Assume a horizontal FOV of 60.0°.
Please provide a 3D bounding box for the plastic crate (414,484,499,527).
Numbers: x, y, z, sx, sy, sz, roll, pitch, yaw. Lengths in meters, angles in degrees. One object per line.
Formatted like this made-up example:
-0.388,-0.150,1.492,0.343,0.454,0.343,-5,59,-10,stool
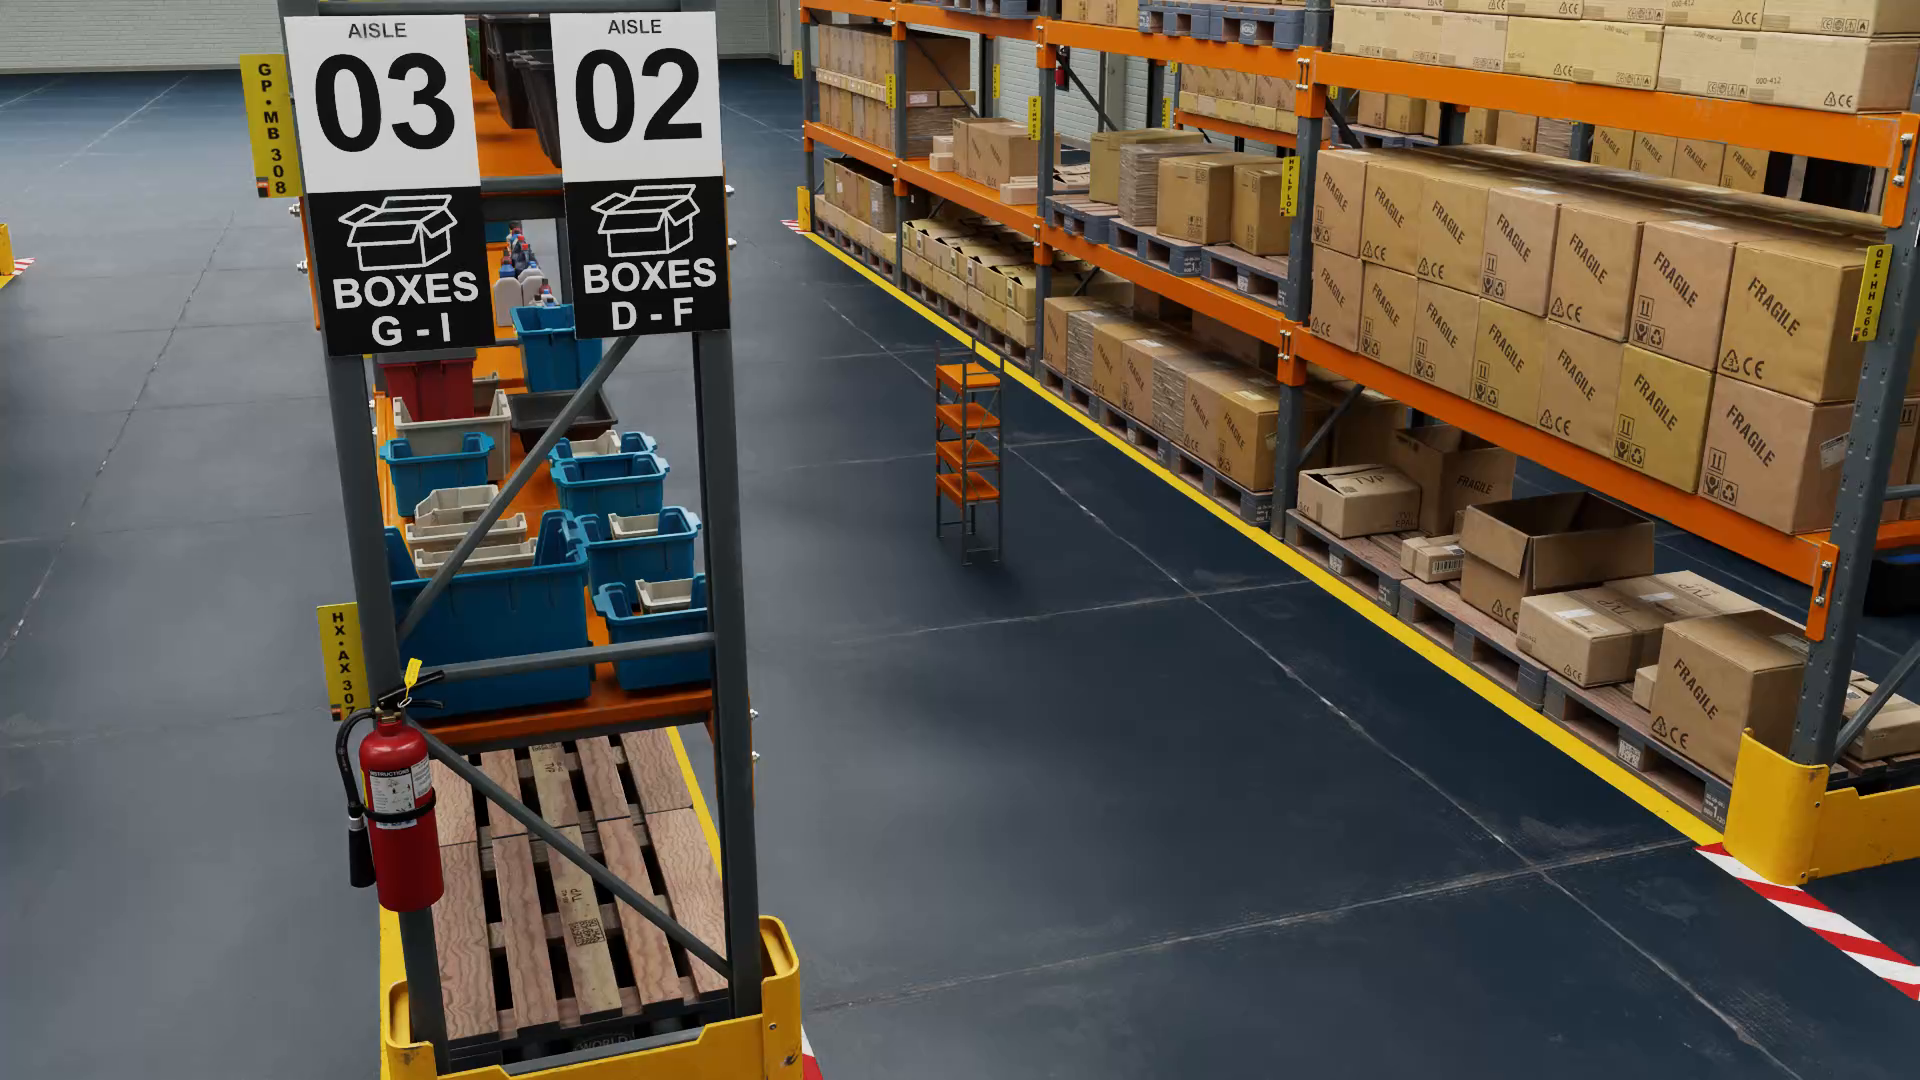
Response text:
-1.817,-0.087,6.024,0.298,0.136,0.250,-6,21,-17,plastic crate

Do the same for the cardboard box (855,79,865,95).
-0.931,-4.952,18.158,0.380,0.149,0.250,-6,21,-15,cardboard box

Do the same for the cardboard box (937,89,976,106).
-0.059,-4.502,16.904,0.380,0.149,0.250,-6,21,-17,cardboard box

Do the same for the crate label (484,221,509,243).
-3.381,-2.330,12.214,0.303,0.233,0.416,-6,21,-17,crate label

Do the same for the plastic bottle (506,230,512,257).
-3.053,-2.017,11.388,0.097,0.201,0.097,0,20,0,plastic bottle

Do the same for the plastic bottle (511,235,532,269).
-2.703,-1.704,10.295,0.144,0.351,0.185,-6,21,-17,plastic bottle

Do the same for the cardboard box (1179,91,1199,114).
3.138,-5.602,21.268,0.500,0.250,0.500,-7,21,-19,cardboard box

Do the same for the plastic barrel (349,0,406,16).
-2.827,-2.919,8.270,0.600,0.588,0.600,0,20,0,plastic barrel

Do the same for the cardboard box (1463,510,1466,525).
3.040,-0.023,8.871,0.500,0.311,0.500,-6,21,-17,cardboard box

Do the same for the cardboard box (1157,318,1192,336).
1.778,-1.348,12.279,0.500,0.500,0.500,-7,21,-19,cardboard box

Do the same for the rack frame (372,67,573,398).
-2.347,-0.950,8.124,1.000,3.000,0.127,-6,21,-17,rack frame

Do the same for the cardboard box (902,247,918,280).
-0.267,-2.790,16.694,0.500,0.250,0.500,-7,21,-19,cardboard box

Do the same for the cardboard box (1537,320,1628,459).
2.896,-0.680,7.225,0.500,0.500,0.500,-6,21,-17,cardboard box

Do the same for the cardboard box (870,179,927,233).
-0.658,-3.586,17.801,0.500,0.500,0.500,-6,21,-17,cardboard box

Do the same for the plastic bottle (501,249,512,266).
-2.792,-1.653,10.254,0.061,0.283,0.133,-6,21,-17,plastic bottle

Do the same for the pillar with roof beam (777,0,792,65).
-9.189,-17.714,45.922,9.100,9.000,0.400,-6,21,-17,pillar with roof beam

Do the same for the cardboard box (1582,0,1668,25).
2.899,-2.227,6.724,0.500,0.250,0.500,-6,21,-17,cardboard box

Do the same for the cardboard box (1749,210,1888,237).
3.553,-1.047,6.766,0.500,0.500,0.500,-6,21,-17,cardboard box

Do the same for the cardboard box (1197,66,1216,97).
3.297,-5.801,20.711,0.500,0.500,0.500,-6,21,-17,cardboard box

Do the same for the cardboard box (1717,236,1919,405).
3.213,-0.823,6.143,0.500,0.500,0.500,-7,21,-18,cardboard box

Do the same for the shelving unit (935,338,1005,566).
0.052,-0.512,9.566,0.258,1.200,0.503,-6,21,-17,shelving unit

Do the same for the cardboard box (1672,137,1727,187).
6.021,-2.971,13.134,0.500,0.500,0.500,-6,21,-17,cardboard box

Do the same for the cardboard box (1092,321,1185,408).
1.294,-1.284,12.101,0.500,0.500,0.500,-7,21,-18,cardboard box

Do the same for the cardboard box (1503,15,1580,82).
2.744,-2.152,7.256,0.500,0.250,0.500,-6,21,-17,cardboard box

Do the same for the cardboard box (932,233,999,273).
0.051,-2.724,15.679,0.500,0.311,0.500,-7,21,-19,cardboard box

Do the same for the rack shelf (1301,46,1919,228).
2.985,-1.906,7.414,1.077,0.370,4.000,-6,21,-17,rack shelf

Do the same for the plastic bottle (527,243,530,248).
-2.713,-1.728,10.461,0.061,0.283,0.133,-6,21,-17,plastic bottle

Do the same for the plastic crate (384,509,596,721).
-1.373,0.201,4.778,0.616,0.435,0.499,-6,21,-17,plastic crate

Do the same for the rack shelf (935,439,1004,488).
0.052,-0.448,9.589,0.258,0.148,0.480,-6,21,-17,rack shelf

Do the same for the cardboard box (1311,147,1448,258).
2.237,-1.812,8.896,0.500,0.500,0.500,-6,21,-16,cardboard box

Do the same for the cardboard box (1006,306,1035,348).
0.702,-1.805,13.952,0.500,0.250,0.500,-6,21,-16,cardboard box

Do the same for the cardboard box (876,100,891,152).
-0.476,-4.400,17.581,0.700,0.500,0.500,-7,21,-18,cardboard box

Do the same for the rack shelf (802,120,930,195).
-0.787,-4.346,18.642,1.077,0.370,4.000,-6,21,-17,rack shelf

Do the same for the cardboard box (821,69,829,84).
-1.411,-5.445,19.531,0.380,0.149,0.250,-7,21,-19,cardboard box

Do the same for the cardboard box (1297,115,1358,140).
4.107,-4.629,18.558,0.500,0.250,0.500,-6,21,-17,cardboard box

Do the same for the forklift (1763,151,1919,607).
4.909,-1.492,9.735,1.130,2.935,3.031,-6,21,-15,forklift

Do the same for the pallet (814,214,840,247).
-1.135,-3.773,20.108,1.003,0.211,1.213,-6,21,-17,pallet

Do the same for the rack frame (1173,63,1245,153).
3.286,-5.854,21.776,1.000,3.000,0.127,-6,21,-17,rack frame

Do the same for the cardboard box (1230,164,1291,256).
2.143,-2.110,10.583,0.700,0.500,0.500,-3,20,-9,cardboard box

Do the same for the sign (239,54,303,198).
-1.607,-0.965,3.884,0.100,0.325,0.005,-6,21,-17,sign

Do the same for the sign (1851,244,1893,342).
3.080,-0.833,5.617,0.100,0.325,0.005,-6,21,-17,sign

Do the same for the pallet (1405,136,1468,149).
5.139,-3.827,16.417,1.003,0.211,1.213,-6,21,-17,pallet

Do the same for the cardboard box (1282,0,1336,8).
2.268,-3.348,9.446,0.600,0.600,0.600,-8,21,-22,cardboard box

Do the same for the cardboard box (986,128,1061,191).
0.556,-3.343,14.637,0.500,0.500,0.500,-8,21,-20,cardboard box

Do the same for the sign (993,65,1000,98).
0.354,-4.611,16.721,0.100,0.325,0.005,-6,21,-17,sign

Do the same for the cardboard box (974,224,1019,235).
0.411,-2.944,16.293,0.500,0.311,0.500,-6,21,-16,cardboard box

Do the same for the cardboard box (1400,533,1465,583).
2.564,0.085,8.782,0.380,0.166,0.250,-6,21,-17,cardboard box

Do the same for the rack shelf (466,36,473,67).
-2.976,-2.665,9.526,1.077,0.370,4.000,-6,21,-17,rack shelf

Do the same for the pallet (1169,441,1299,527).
2.065,-0.420,10.773,1.003,0.211,1.213,-6,21,-17,pallet

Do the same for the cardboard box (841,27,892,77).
-0.935,-5.486,18.685,0.700,0.500,0.500,-6,21,-17,cardboard box

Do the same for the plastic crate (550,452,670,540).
-1.269,-0.153,6.063,0.416,0.233,0.300,-6,21,-17,plastic crate

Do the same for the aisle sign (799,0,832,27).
-1.727,-6.538,19.836,0.394,0.787,0.004,-6,21,-17,aisle sign

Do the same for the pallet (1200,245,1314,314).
2.209,-1.653,10.365,1.003,0.211,1.213,-6,21,-17,pallet

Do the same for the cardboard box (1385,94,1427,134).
4.840,-4.477,17.145,0.700,0.500,0.500,-4,20,-12,cardboard box

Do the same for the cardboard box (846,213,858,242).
-0.988,-3.552,18.816,0.500,0.250,0.500,-6,21,-17,cardboard box
